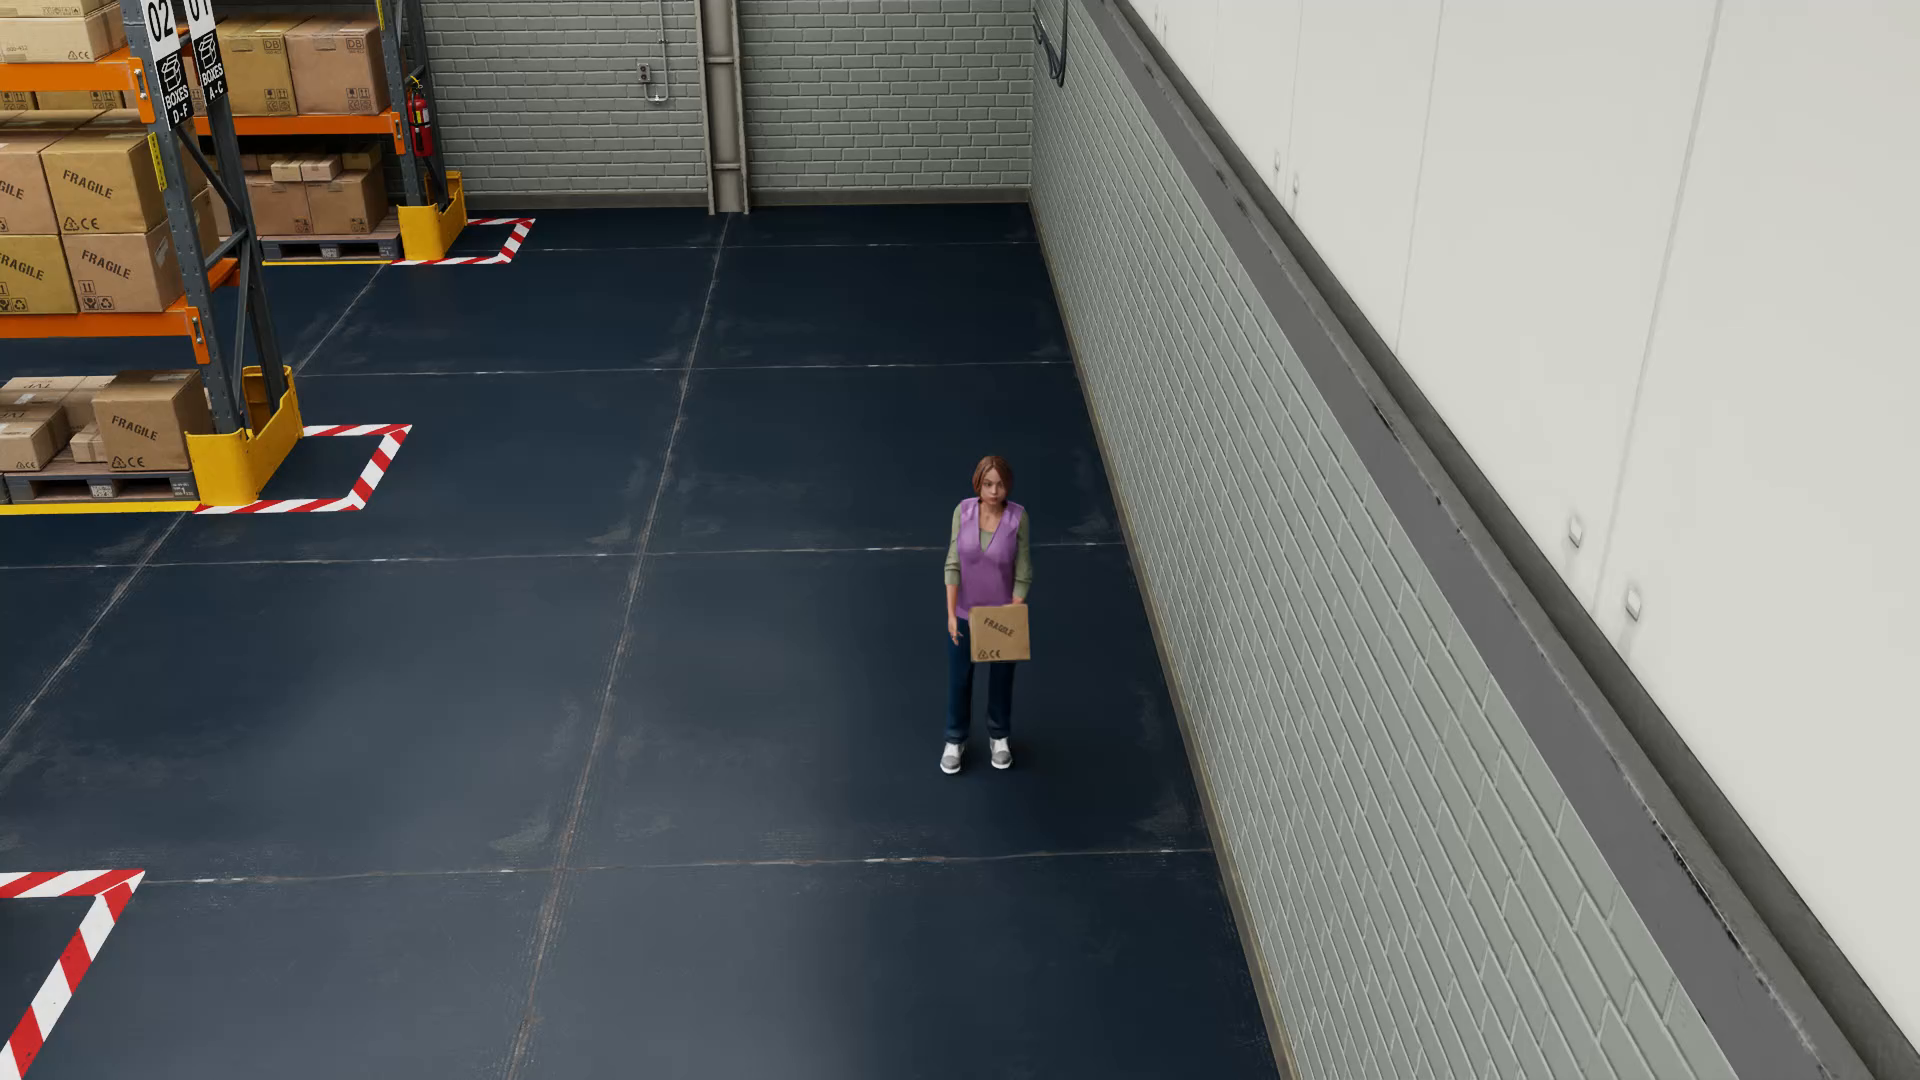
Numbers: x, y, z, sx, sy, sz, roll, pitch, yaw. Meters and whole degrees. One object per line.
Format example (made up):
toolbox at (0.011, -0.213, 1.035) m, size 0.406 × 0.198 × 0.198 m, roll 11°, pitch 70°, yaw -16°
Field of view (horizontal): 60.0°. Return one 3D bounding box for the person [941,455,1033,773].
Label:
person at (0.129, 0.381, 7.907) m, size 0.425 × 1.601 × 0.458 m, roll 3°, pitch 28°, yaw 7°
